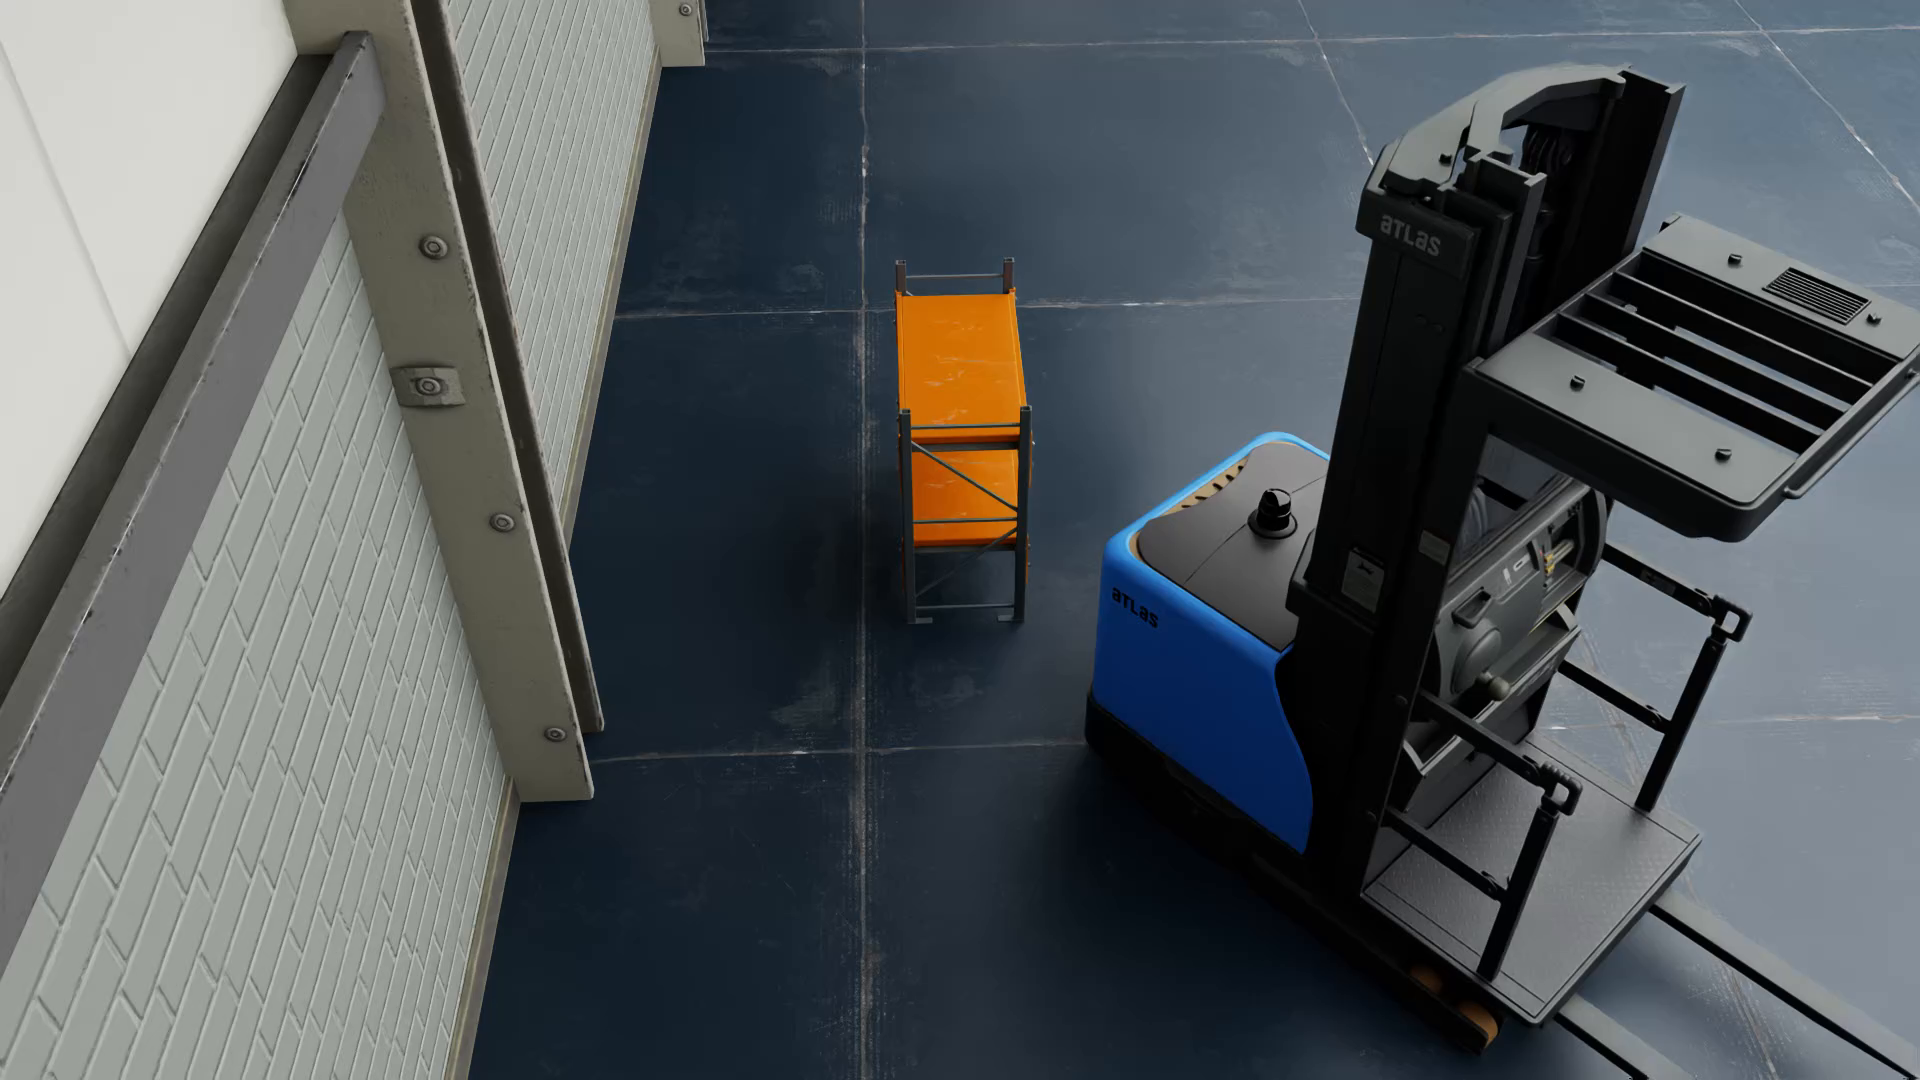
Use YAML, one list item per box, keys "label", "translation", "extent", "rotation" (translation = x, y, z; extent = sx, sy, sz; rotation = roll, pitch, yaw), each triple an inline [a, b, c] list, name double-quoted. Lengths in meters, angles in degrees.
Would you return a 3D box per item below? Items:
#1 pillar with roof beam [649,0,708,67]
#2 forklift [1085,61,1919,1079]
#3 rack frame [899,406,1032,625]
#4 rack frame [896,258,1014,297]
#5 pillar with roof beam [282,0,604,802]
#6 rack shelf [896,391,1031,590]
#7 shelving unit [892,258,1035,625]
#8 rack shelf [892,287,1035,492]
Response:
- label: "pillar with roof beam"
  translation: [2.486, -6.634, 7.978]
  extent: [9.100, 9.000, 0.400]
  rotation: [-2, 43, -2]
- label: "forklift"
  translation: [1.866, 0.221, 4.990]
  extent: [1.130, 2.935, 3.031]
  rotation: [-33, 52, -31]
- label: "rack frame"
  translation: [0.021, -0.076, 6.650]
  extent: [0.500, 1.125, 0.032]
  rotation: [-2, 43, -2]
- label: "rack frame"
  translation: [-0.022, -0.762, 7.399]
  extent: [0.500, 1.125, 0.032]
  rotation: [-2, 43, -2]
- label: "pillar with roof beam"
  translation: [2.741, -2.584, 3.559]
  extent: [9.100, 9.000, 0.400]
  rotation: [-2, 43, -2]
- label: "rack shelf"
  translation: [0.000, -0.239, 7.190]
  extent: [0.538, 0.278, 1.000]
  rotation: [-2, 43, -2]
- label: "shelving unit"
  translation: [0.000, -0.419, 7.025]
  extent: [0.538, 1.125, 1.048]
  rotation: [-2, 43, -2]
- label: "rack shelf"
  translation: [0.000, -0.635, 6.827]
  extent: [0.538, 0.278, 1.000]
  rotation: [-2, 43, -2]
